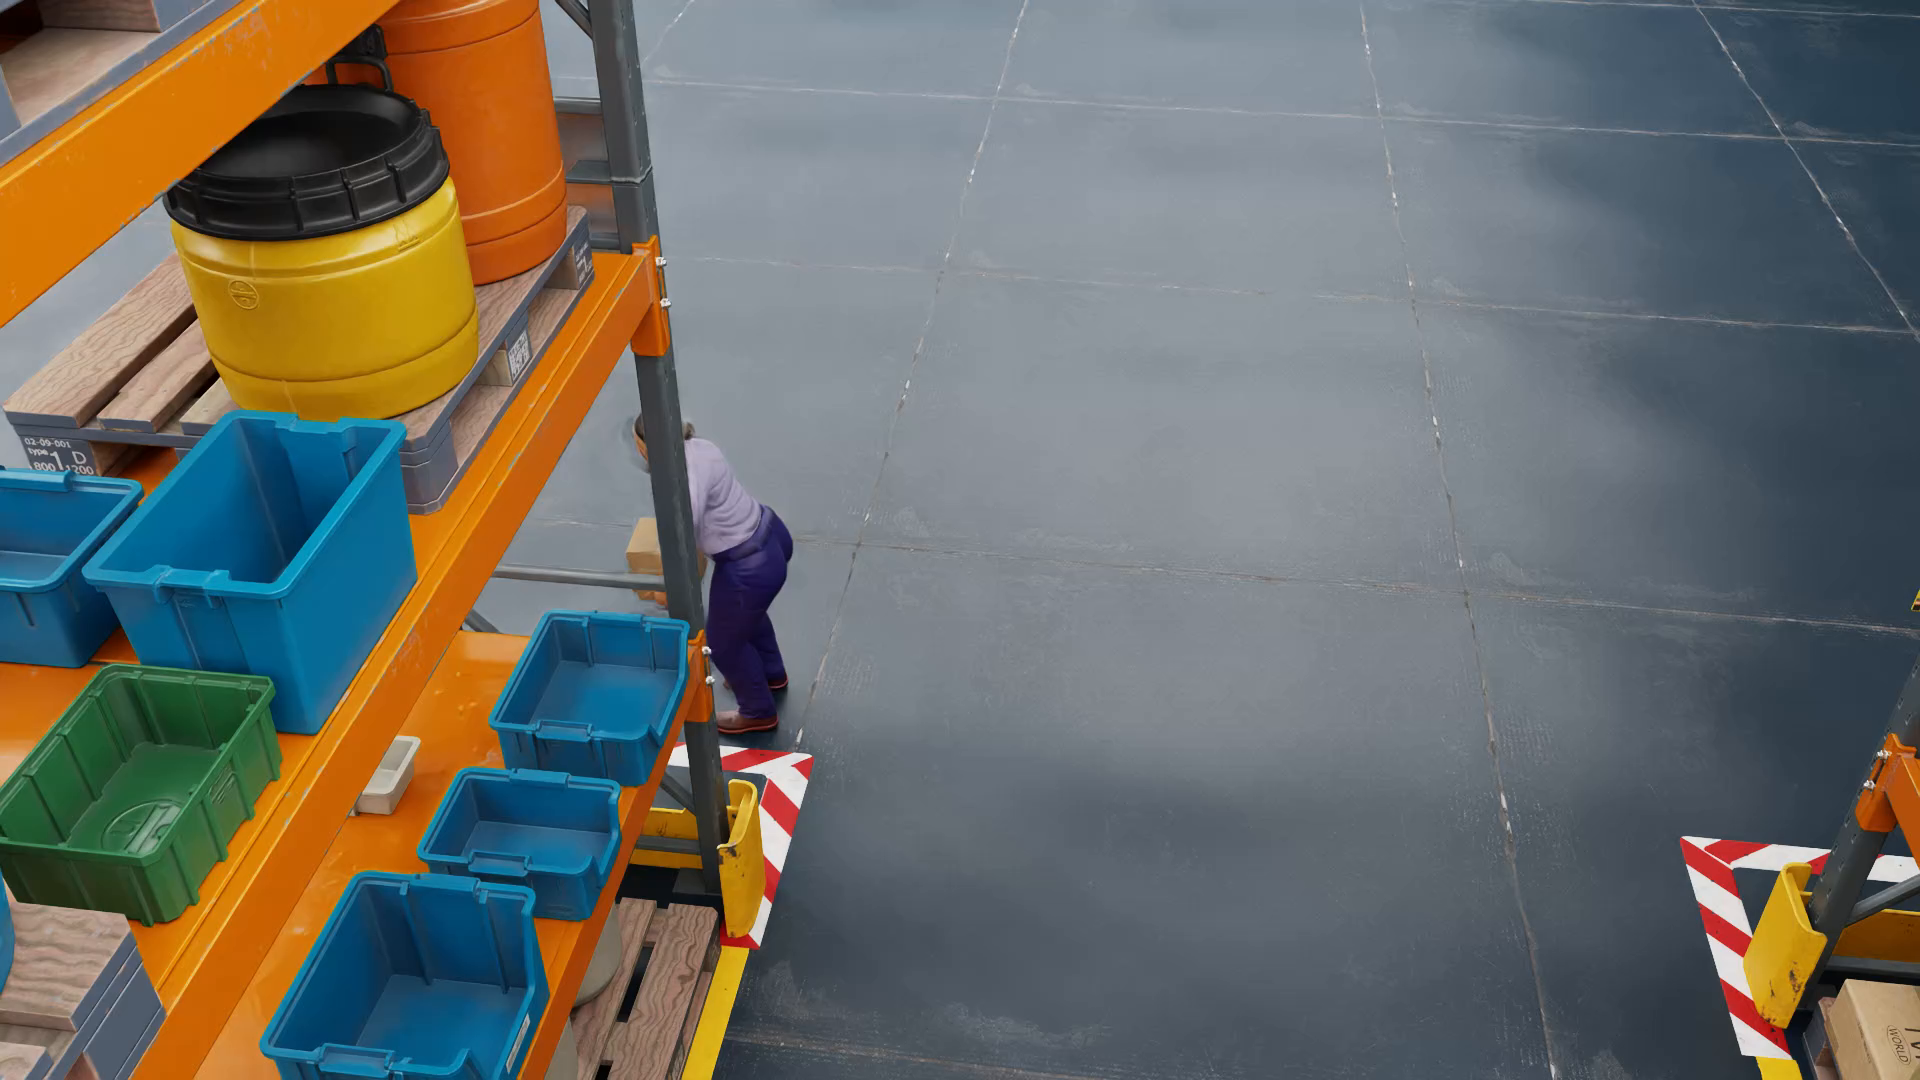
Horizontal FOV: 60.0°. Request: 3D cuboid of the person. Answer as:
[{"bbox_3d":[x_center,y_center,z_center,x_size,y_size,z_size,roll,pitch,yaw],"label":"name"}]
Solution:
[{"bbox_3d":[-1.009,0.110,6.984,0.599,1.559,0.445,2,36,3],"label":"person"}]
